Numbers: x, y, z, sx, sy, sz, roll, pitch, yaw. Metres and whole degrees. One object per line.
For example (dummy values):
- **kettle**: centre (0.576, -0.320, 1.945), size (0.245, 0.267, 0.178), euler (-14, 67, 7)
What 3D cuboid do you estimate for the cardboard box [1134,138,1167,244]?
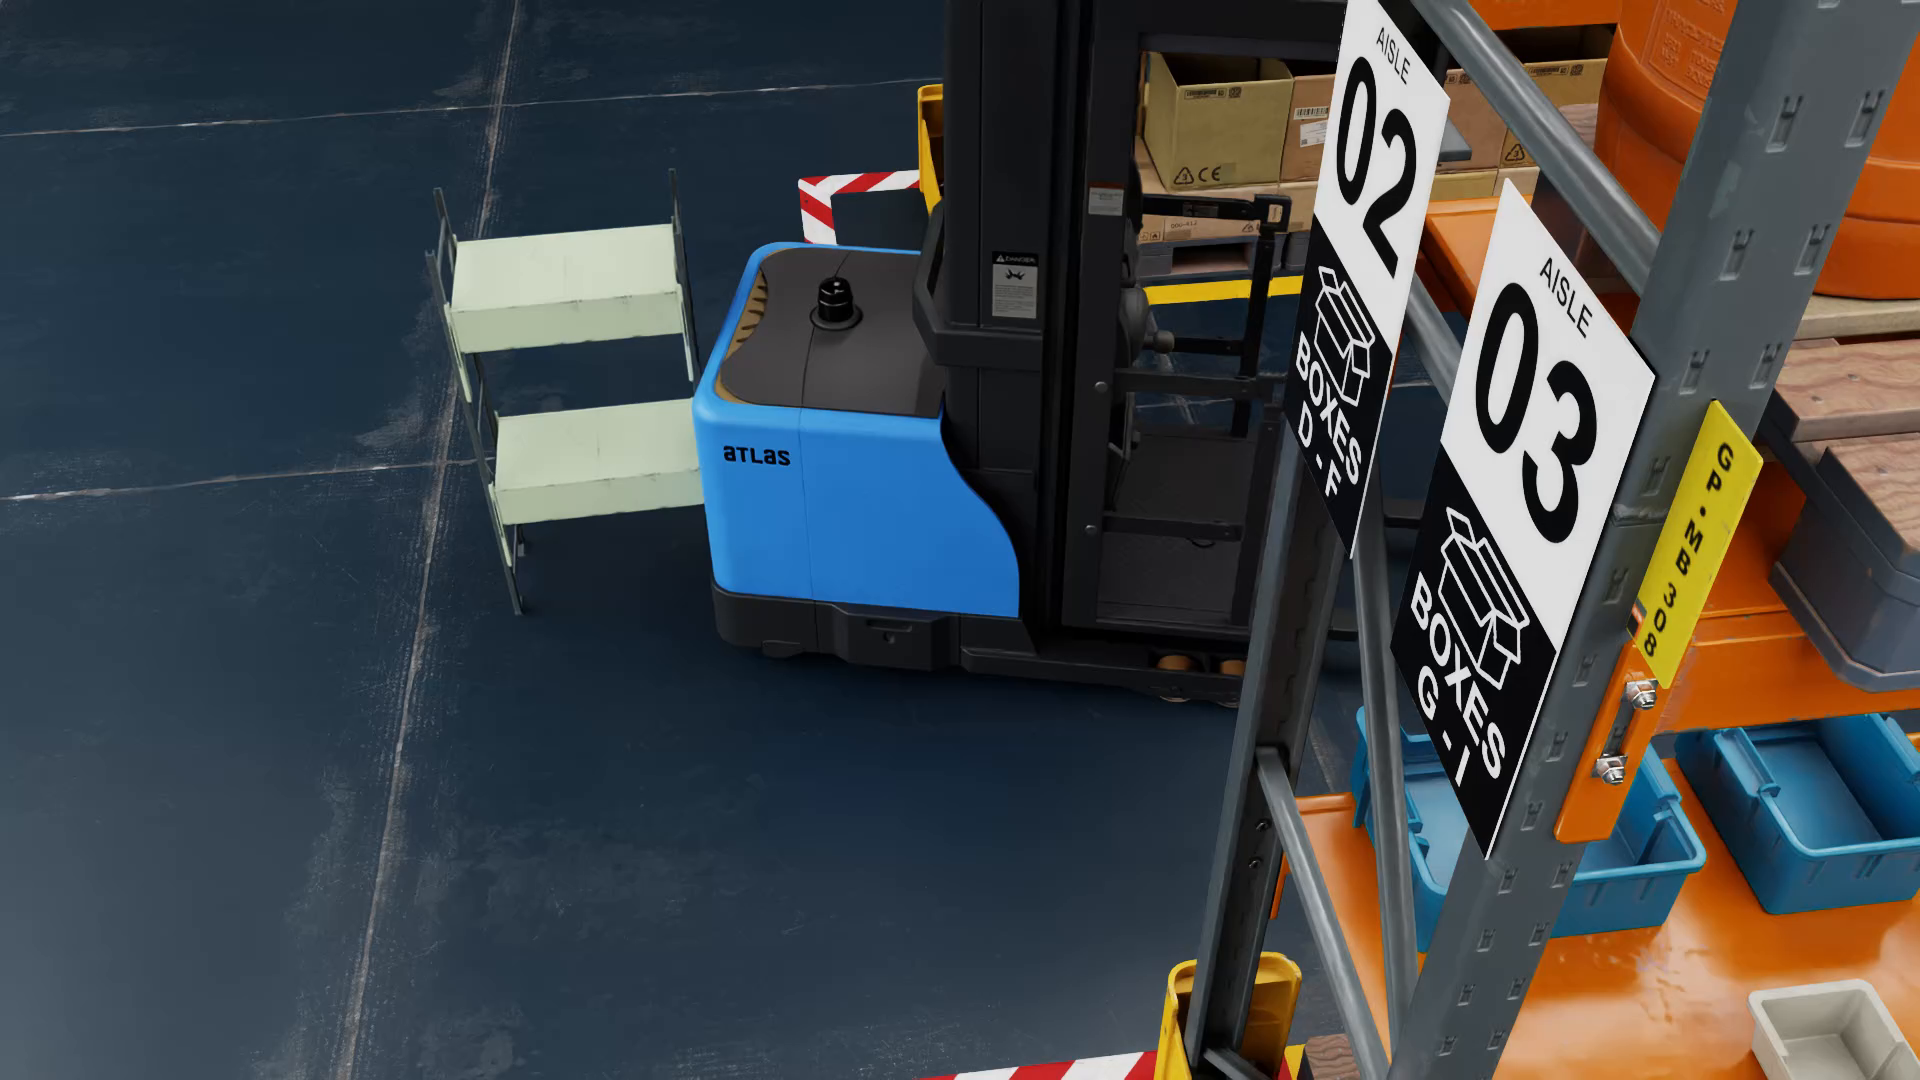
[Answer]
- **cardboard box**: centre (0.623, -1.561, 7.480), size (0.500, 0.250, 0.500), euler (-5, 42, -6)

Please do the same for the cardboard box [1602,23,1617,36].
- **cardboard box**: centre (3.100, -2.067, 7.481), size (0.500, 0.500, 0.500), euler (-5, 42, -6)

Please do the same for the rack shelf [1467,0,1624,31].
- **rack shelf**: centre (2.046, -2.434, 7.246), size (4.000, 0.370, 1.077), euler (-5, 42, -6)

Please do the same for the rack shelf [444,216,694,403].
- **rack shelf**: centre (-1.252, -0.751, 5.380), size (0.720, 0.370, 0.431), euler (-6, 42, -7)

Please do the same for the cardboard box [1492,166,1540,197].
- **cardboard box**: centre (2.606, -1.734, 7.672), size (0.500, 0.250, 0.500), euler (-5, 42, -6)

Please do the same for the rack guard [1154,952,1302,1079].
- **rack guard**: centre (0.770, 1.653, 4.044), size (0.348, 0.500, 1.175), euler (-5, 42, -6)

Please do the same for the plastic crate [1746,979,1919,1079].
- **plastic crate**: centre (1.630, 0.997, 3.102), size (0.250, 0.136, 0.298), euler (-5, 42, -6)

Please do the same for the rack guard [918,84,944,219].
- **rack guard**: centre (0.039, -1.597, 7.647), size (0.348, 0.500, 1.175), euler (-5, 42, -6)

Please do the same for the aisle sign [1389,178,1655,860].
- **aisle sign**: centre (0.668, -0.002, 2.071), size (0.004, 0.787, 0.394), euler (-5, 42, -6)

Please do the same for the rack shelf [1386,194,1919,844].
- **rack shelf**: centre (2.684, -0.258, 2.594), size (4.000, 0.370, 1.077), euler (-5, 42, -6)

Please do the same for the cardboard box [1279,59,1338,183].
- **cardboard box**: centre (1.613, -1.936, 7.336), size (0.500, 0.500, 0.500), euler (-5, 42, -6)

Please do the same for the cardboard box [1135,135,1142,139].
- **cardboard box**: centre (0.556, -1.905, 7.862), size (0.500, 0.250, 0.500), euler (-5, 42, -6)

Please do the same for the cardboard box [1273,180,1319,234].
- **cardboard box**: centre (1.614, -1.650, 7.579), size (0.500, 0.250, 0.500), euler (-5, 42, -6)

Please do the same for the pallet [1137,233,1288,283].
- **pallet**: centre (0.815, -1.586, 7.851), size (1.213, 0.211, 1.003), euler (-5, 42, -6)

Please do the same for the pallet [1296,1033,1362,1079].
- **pallet**: centre (1.577, 1.693, 4.215), size (1.213, 0.211, 1.003), euler (-5, 42, -6)

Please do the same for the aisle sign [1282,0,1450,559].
- **aisle sign**: centre (0.591, -0.394, 2.506), size (0.004, 0.787, 0.394), euler (-5, 42, -6)

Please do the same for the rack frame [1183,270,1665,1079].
- **rack frame**: centre (0.701, 0.763, 3.165), size (0.127, 3.000, 1.000), euler (-5, 42, -6)

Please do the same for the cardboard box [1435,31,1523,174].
- **cardboard box**: centre (2.111, -1.968, 7.372), size (0.500, 0.500, 0.500), euler (-5, 42, -6)

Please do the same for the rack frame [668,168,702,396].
- **rack frame**: centre (-0.891, -0.501, 5.686), size (0.023, 1.500, 0.400), euler (-6, 42, -7)

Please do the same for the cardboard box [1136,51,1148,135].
- **cardboard box**: centre (0.556, -2.185, 7.612), size (0.500, 0.500, 0.500), euler (-5, 42, -6)

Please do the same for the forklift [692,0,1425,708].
- **forklift**: centre (0.706, -0.902, 5.062), size (3.031, 2.935, 1.130), euler (5, 42, 5)

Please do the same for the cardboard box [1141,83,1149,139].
- **cardboard box**: centre (1.050, -1.956, 7.919), size (0.500, 0.250, 0.500), euler (-5, 42, -6)

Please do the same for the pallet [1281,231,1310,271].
- **pallet**: centre (2.023, -1.690, 7.966), size (1.213, 0.211, 1.003), euler (-5, 42, -6)

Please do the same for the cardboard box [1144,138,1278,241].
- **cardboard box**: centre (1.119, -1.607, 7.531), size (0.500, 0.250, 0.500), euler (-5, 42, -6)

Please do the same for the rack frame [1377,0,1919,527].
- **rack frame**: centre (0.701, -1.465, 1.155), size (0.127, 3.000, 1.000), euler (-5, 42, -6)

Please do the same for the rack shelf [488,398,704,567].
- **rack shelf**: centre (-1.252, -0.219, 5.860), size (0.720, 0.370, 0.431), euler (-6, 42, -7)

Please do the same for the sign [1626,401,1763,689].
- **sign**: centre (0.768, 0.011, 1.752), size (0.005, 0.325, 0.100), euler (-5, 42, -6)

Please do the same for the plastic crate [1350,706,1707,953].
- **plastic crate**: centre (1.159, 0.576, 3.483), size (0.616, 0.251, 0.499), euler (-5, 42, -6)

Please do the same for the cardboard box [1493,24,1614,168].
- **cardboard box**: centre (2.605, -2.021, 7.430), size (0.500, 0.500, 0.500), euler (-5, 42, -6)

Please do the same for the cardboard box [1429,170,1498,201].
- **cardboard box**: centre (2.111, -1.690, 7.624), size (0.500, 0.250, 0.500), euler (-5, 42, -6)

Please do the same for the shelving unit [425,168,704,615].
- **shelving unit**: centre (-1.252, -0.461, 5.642), size (0.755, 1.500, 0.431), euler (-6, 42, -7)

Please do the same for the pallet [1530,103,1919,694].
- **pallet**: centre (1.534, -0.288, 2.231), size (1.213, 0.211, 1.003), euler (-5, 42, -6)

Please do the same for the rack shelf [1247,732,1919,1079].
- **rack shelf**: centre (2.684, 0.856, 3.598), size (4.000, 0.370, 1.077), euler (-5, 42, -6)

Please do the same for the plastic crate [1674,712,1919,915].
- **plastic crate**: centre (1.803, 0.523, 3.541), size (0.408, 0.251, 0.499), euler (-5, 42, -6)

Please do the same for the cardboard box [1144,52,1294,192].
- **cardboard box**: centre (1.119, -1.884, 7.279), size (0.500, 0.500, 0.500), euler (-5, 42, -6)

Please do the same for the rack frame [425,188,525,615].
- **rack frame**: centre (-1.613, -0.421, 5.597), size (0.023, 1.500, 0.400), euler (-6, 42, -7)

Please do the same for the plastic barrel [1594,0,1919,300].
- **plastic barrel**: centre (1.167, -0.793, 2.016), size (0.708, 0.830, 0.600), euler (-5, 42, -6)
